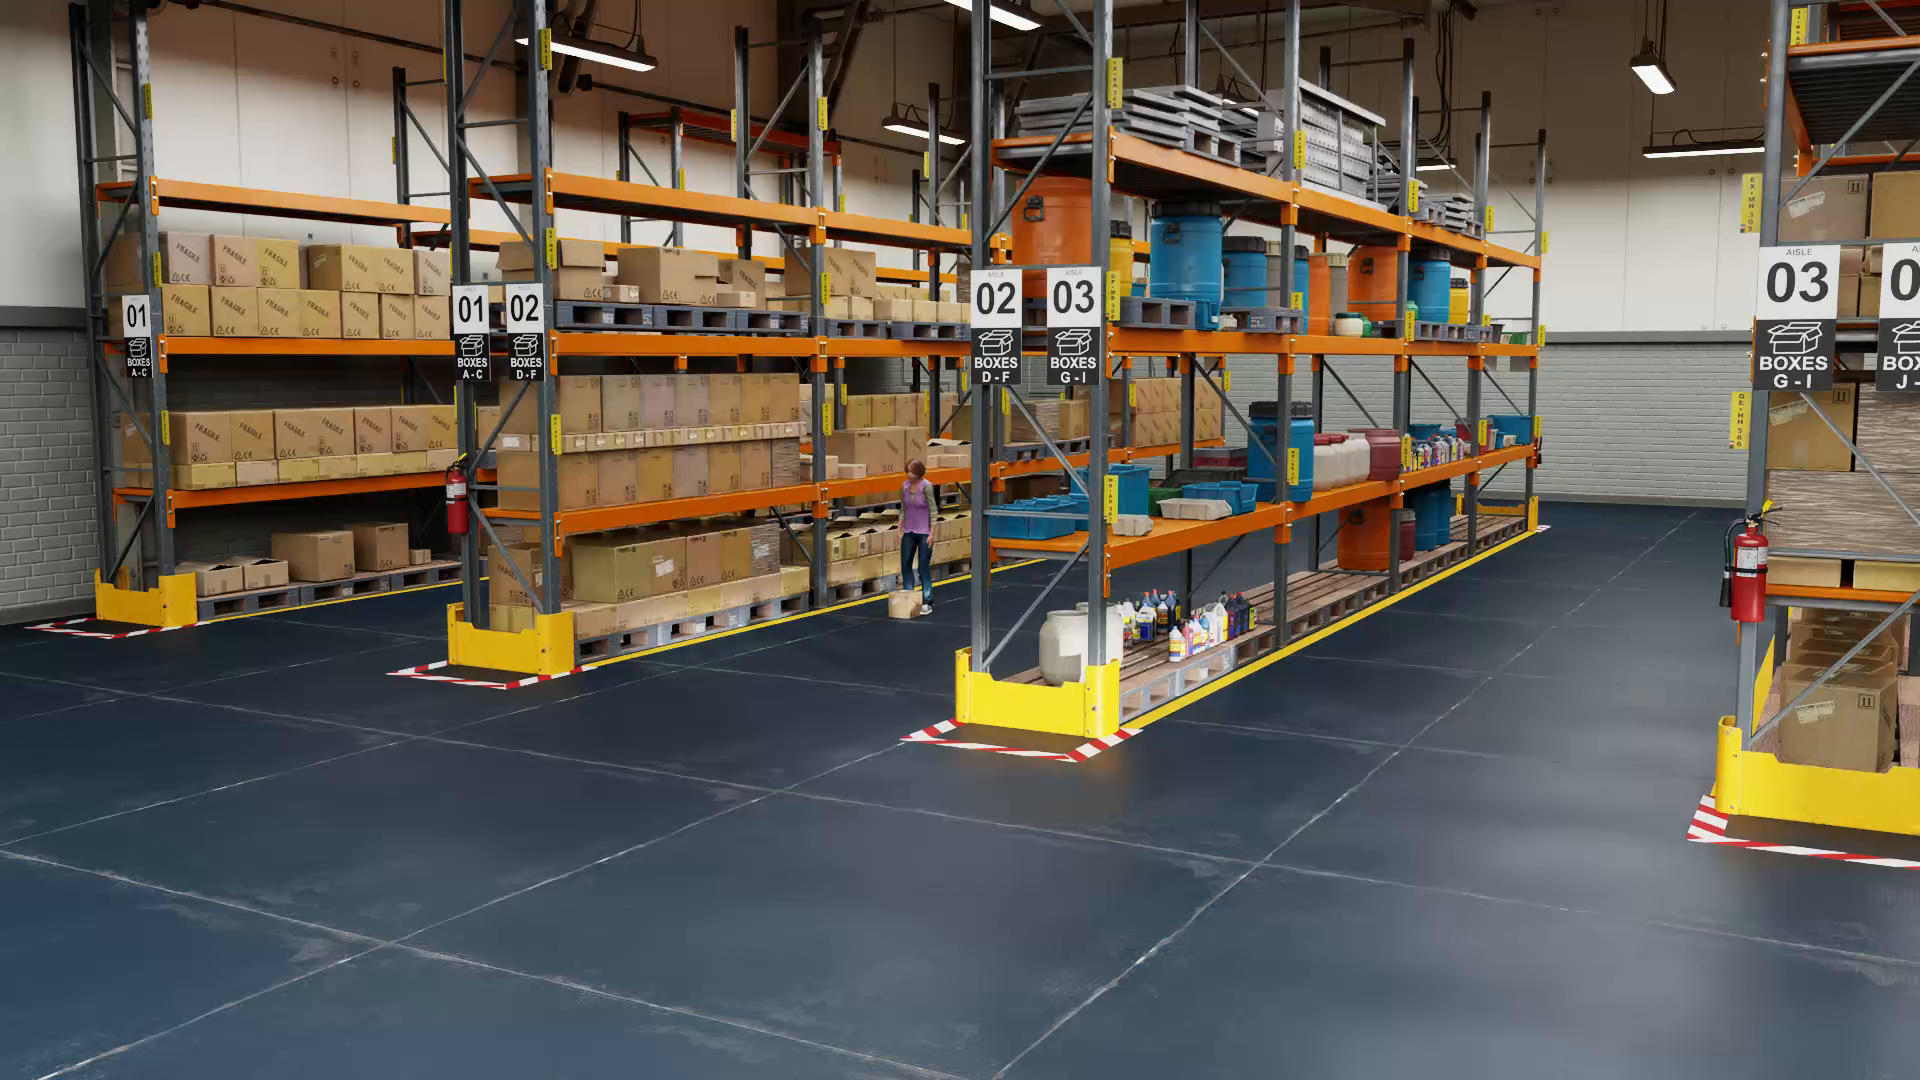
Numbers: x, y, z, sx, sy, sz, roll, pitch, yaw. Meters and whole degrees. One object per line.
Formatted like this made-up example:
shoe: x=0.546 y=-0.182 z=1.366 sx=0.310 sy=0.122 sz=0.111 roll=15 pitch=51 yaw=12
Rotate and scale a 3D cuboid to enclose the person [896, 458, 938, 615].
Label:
person: x=-0.436 y=-0.042 z=16.957 sx=0.461 sy=1.593 sz=0.343 roll=4 pitch=7 yaw=32
